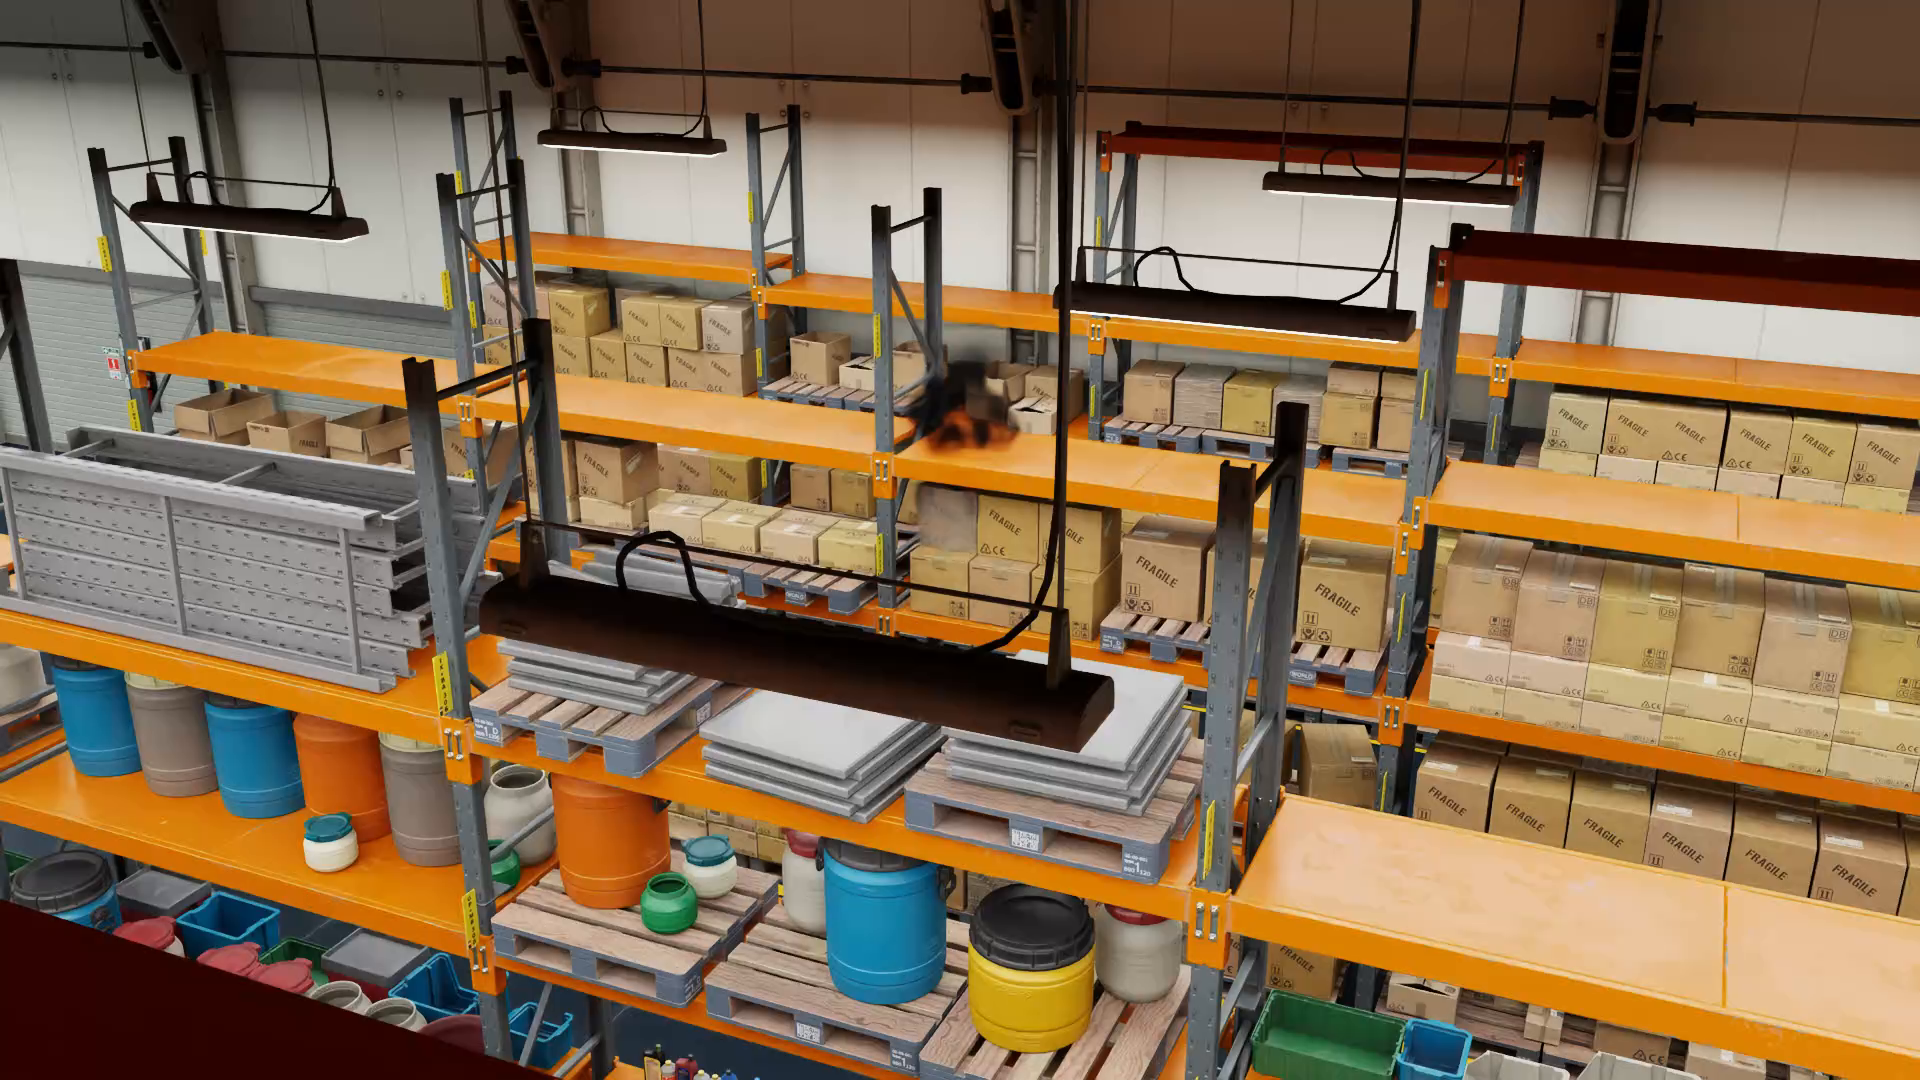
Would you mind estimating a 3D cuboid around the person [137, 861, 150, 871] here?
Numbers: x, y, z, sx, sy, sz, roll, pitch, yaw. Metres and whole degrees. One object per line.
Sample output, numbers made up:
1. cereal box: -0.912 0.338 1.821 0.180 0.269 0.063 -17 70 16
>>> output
1. person: -6.614 2.520 13.631 0.540 1.656 0.608 4 21 10
